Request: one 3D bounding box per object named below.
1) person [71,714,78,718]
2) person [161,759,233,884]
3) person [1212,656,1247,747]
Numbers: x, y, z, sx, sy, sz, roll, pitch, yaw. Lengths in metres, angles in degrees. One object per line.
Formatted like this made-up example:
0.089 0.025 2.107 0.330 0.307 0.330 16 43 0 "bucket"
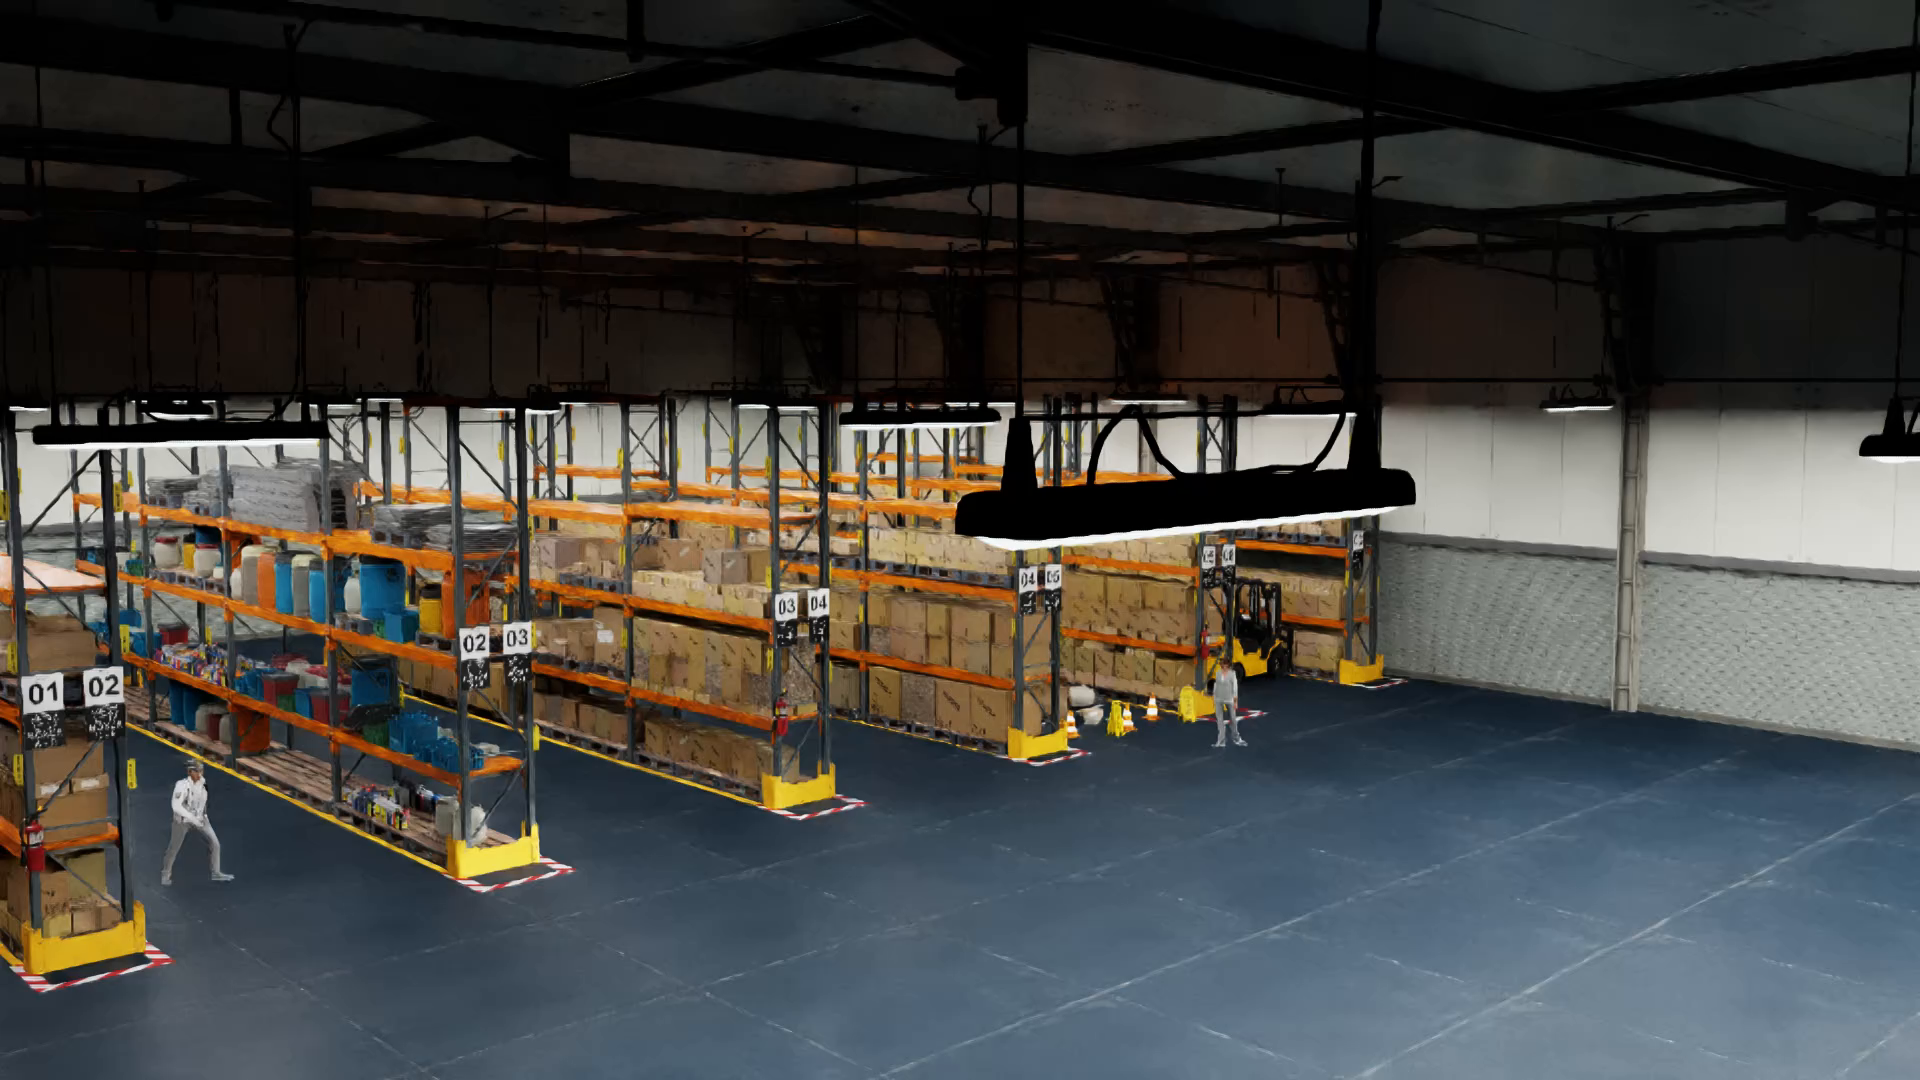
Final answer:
-15.500 2.650 29.304 0.577 1.687 1.121 -5 7 -41 "person"
-9.653 3.508 20.845 0.807 1.610 0.630 3 6 30 "person"
4.646 2.777 28.665 0.601 1.592 0.431 2 6 22 "person"
